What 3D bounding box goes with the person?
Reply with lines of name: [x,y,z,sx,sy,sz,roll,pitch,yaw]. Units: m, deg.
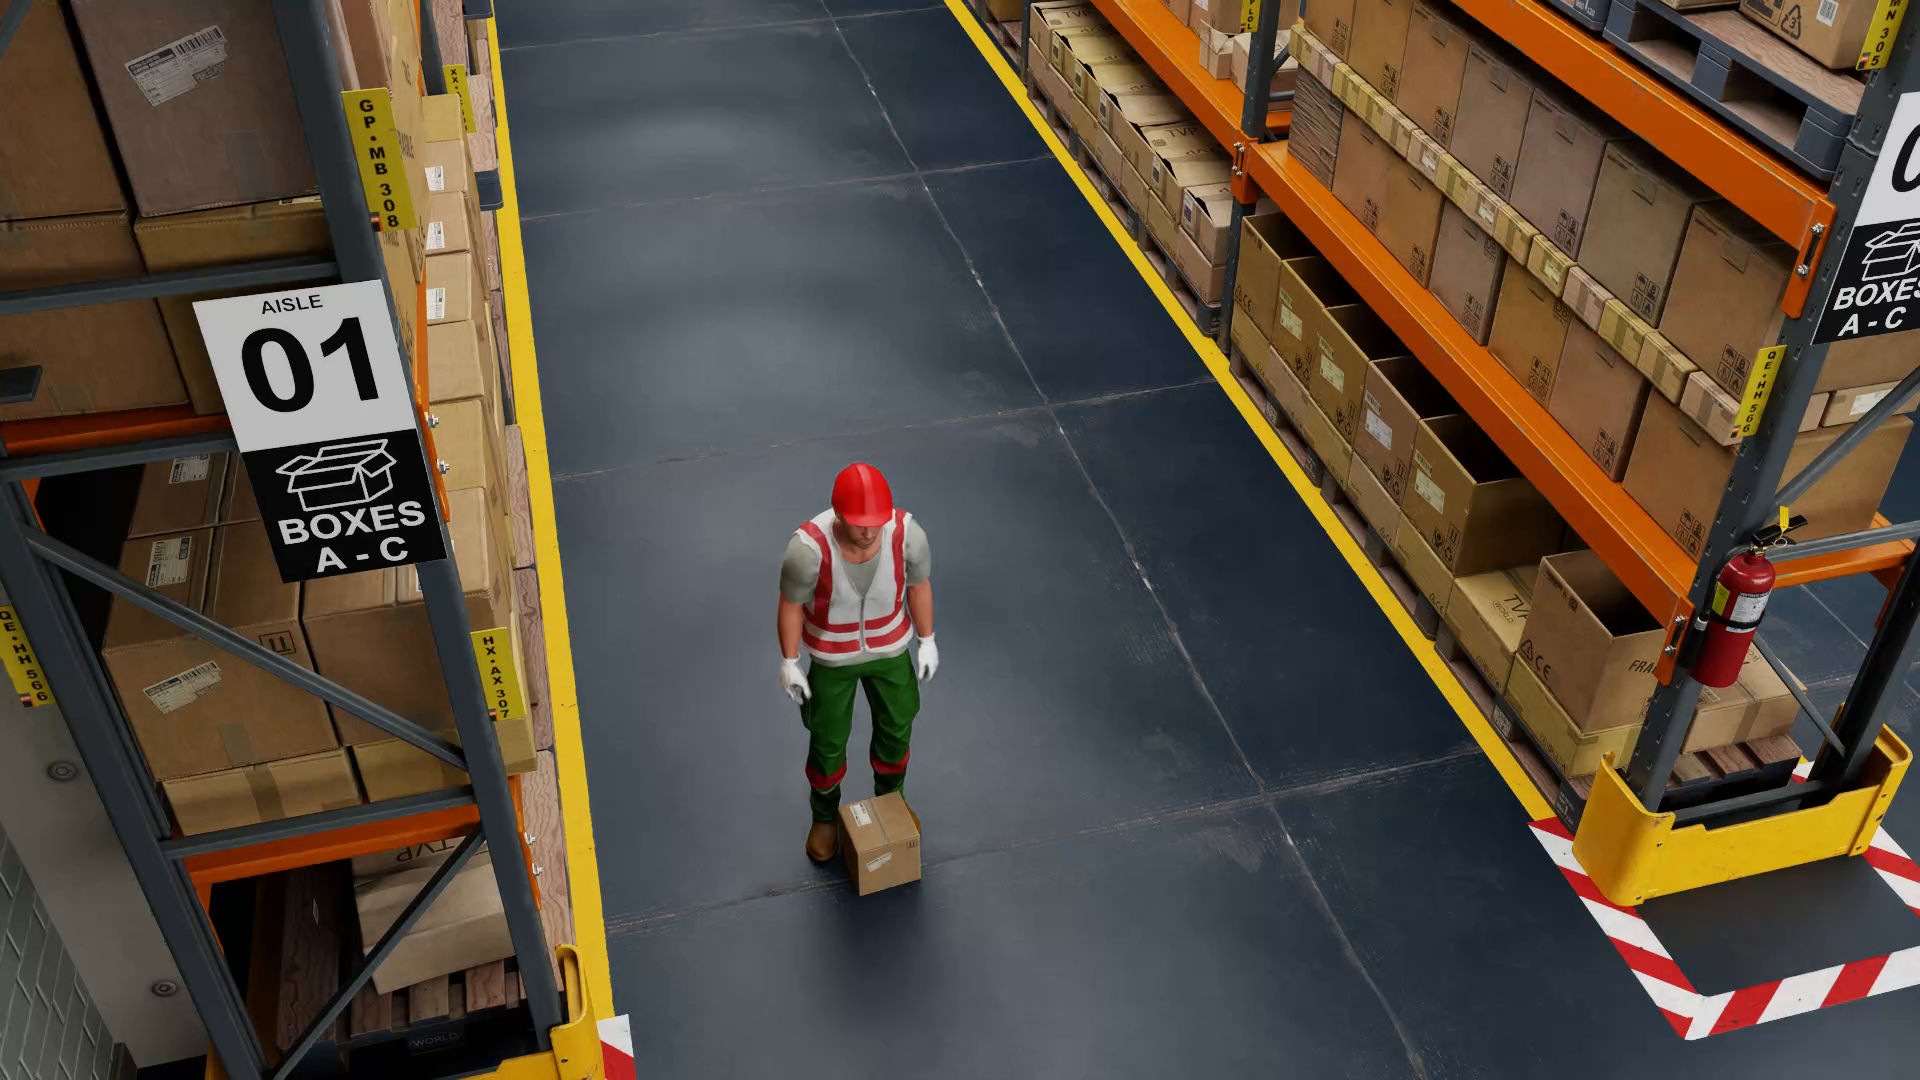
person: [-0.373,0.433,6.146,0.604,1.778,0.453,-9,39,-12]
